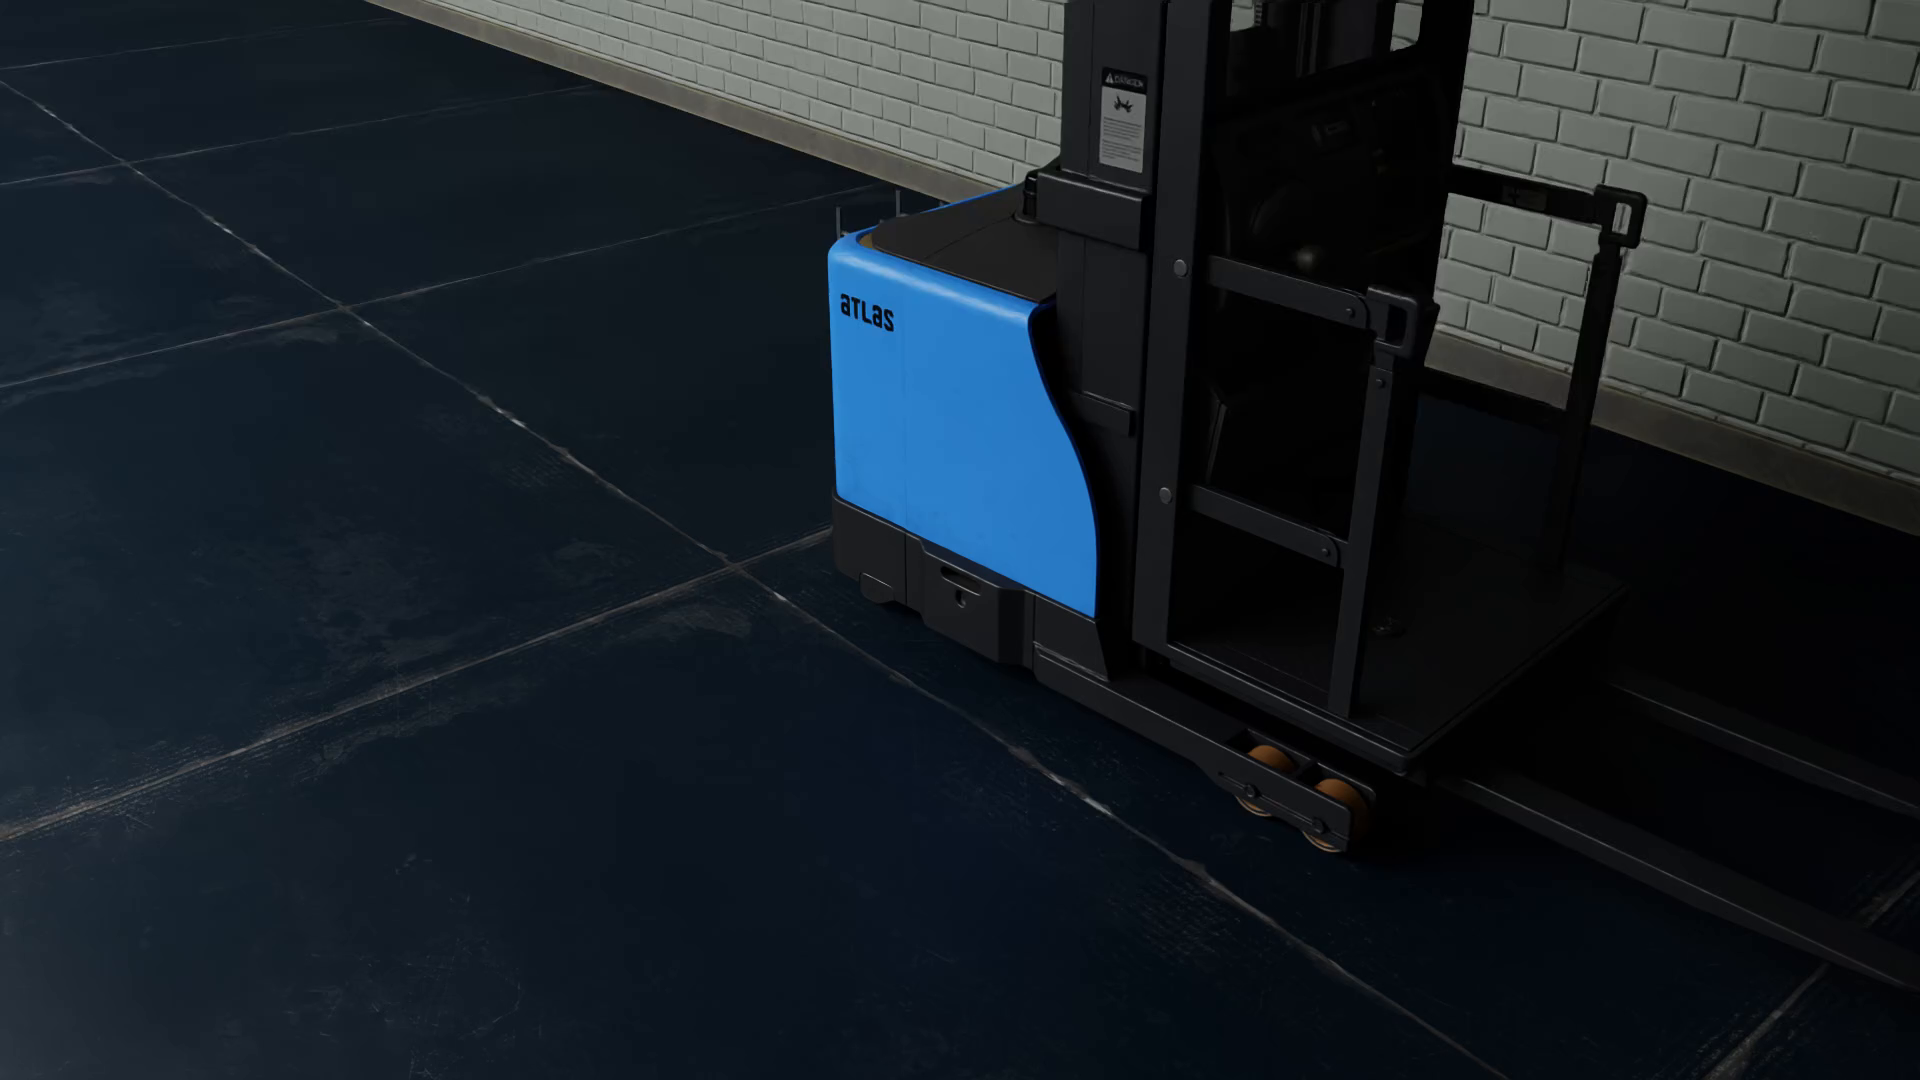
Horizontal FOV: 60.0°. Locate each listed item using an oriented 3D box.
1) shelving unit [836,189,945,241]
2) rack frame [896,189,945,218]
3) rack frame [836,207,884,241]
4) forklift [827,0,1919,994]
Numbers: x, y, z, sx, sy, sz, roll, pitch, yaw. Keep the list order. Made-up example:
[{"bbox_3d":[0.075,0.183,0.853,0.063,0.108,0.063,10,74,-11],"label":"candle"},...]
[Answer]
[{"bbox_3d":[-0.203,-0.520,5.127,0.215,1.050,0.252,24,36,38],"label":"shelving unit"},{"bbox_3d":[-0.119,-0.562,5.204,0.200,1.050,0.008,24,36,38],"label":"rack frame"},{"bbox_3d":[-0.288,-0.478,5.049,0.200,1.050,0.008,24,36,38],"label":"rack frame"},{"bbox_3d":[1.024,-0.839,3.727,3.031,2.935,1.130,25,37,38],"label":"forklift"}]
